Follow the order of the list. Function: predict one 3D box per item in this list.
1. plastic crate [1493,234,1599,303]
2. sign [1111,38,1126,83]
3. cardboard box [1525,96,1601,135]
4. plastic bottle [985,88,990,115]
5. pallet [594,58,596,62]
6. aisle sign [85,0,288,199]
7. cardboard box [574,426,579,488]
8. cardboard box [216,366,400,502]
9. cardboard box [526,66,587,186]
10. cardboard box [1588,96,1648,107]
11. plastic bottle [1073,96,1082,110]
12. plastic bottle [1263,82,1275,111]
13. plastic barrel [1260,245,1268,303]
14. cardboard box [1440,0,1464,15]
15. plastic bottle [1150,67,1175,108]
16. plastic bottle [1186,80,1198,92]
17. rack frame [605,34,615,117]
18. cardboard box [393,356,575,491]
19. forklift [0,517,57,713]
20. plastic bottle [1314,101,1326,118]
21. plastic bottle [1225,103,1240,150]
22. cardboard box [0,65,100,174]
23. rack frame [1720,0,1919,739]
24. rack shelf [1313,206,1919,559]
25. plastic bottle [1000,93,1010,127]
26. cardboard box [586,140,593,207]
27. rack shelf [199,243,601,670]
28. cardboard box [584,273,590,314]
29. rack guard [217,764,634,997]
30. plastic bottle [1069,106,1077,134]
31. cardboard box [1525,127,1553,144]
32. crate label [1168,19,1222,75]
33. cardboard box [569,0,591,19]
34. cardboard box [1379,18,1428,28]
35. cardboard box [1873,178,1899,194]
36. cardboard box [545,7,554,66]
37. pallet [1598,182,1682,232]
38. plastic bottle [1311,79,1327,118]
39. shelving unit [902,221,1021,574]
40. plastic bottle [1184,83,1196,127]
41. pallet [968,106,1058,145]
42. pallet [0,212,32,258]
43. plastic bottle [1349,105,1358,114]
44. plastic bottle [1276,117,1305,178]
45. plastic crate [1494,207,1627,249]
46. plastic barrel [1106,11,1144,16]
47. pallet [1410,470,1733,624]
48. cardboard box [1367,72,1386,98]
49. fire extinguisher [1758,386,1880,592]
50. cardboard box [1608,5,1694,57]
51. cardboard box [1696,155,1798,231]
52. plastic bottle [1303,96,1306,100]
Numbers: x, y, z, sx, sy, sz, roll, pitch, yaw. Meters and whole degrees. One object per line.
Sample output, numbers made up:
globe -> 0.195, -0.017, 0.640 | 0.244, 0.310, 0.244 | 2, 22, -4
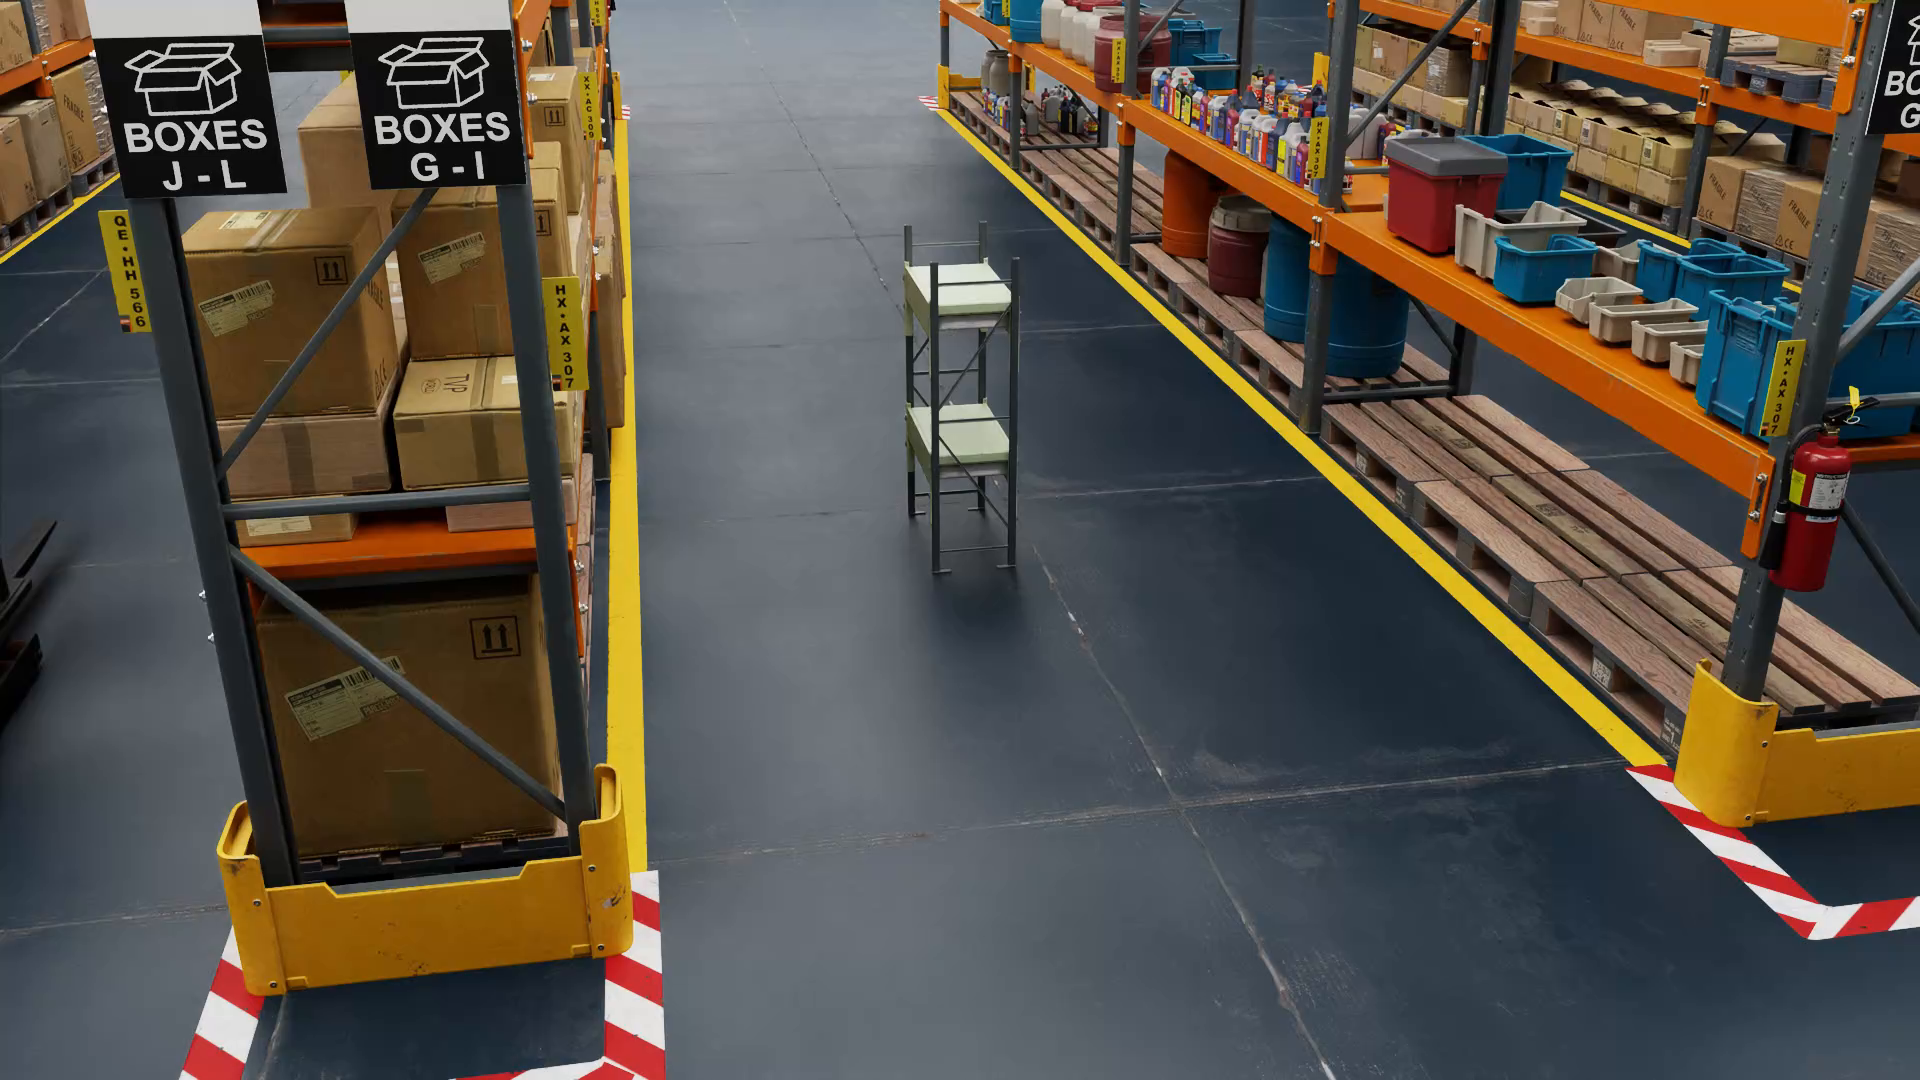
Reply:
plastic crate -> 2.592, -1.206, 7.397 | 0.416, 0.233, 0.300 | -4, 24, -10
sign -> 1.205, -3.644, 12.642 | 0.100, 0.325, 0.005 | -4, 24, -10
cardboard box -> 5.889, -4.159, 16.235 | 0.500, 0.311, 0.500 | -5, 24, -11
plastic bottle -> 0.318, -4.890, 18.542 | 0.061, 0.283, 0.133 | -4, 24, -9
pallet -> -3.530, -3.934, 13.750 | 1.003, 0.211, 1.213 | -4, 24, -10
aisle sign -> -1.926, -1.240, 4.094 | 0.394, 0.787, 0.004 | -4, 24, -10
cardboard box -> -1.434, -0.249, 5.387 | 0.380, 0.149, 0.250 | -5, 24, -11
cardboard box -> -1.995, -0.338, 5.092 | 0.500, 0.250, 0.500 | -5, 24, -11
cardboard box -> -2.036, -1.923, 7.785 | 0.500, 0.500, 0.500 | -4, 24, -8
cardboard box -> 6.422, -4.202, 16.334 | 0.500, 0.311, 0.500 | -4, 24, -10
plastic bottle -> 1.263, -4.522, 17.616 | 0.144, 0.351, 0.185 | -4, 24, -8
plastic bottle -> 2.284, -3.257, 12.207 | 0.097, 0.201, 0.097 | 0, 24, 0
plastic barrel -> 2.252, -1.814, 11.240 | 0.421, 0.512, 0.421 | 0, 24, 0
cardboard box -> 5.681, -5.978, 18.065 | 0.700, 0.500, 0.500 | -5, 24, -10
plastic bottle -> 1.506, -3.362, 12.355 | 0.152, 0.276, 0.135 | -4, 24, -10
plastic bottle -> 1.646, -3.135, 11.840 | 0.097, 0.271, 0.097 | 0, 24, 0
rack frame -> -4.603, -6.393, 19.140 | 1.000, 3.000, 0.127 | -4, 24, -10
cardboard box -> -1.468, -0.376, 5.179 | 0.500, 0.250, 0.500 | -5, 24, -11
forklift -> -4.341, -0.629, 6.029 | 1.130, 2.935, 3.031 | -5, 24, -11
plastic bottle -> 2.386, -2.760, 10.982 | 0.097, 0.271, 0.097 | 0, 24, 0
plastic bottle -> 1.777, -2.691, 10.810 | 0.061, 0.283, 0.133 | -4, 24, -10
cardboard box -> -8.804, -3.964, 15.708 | 0.875, 0.875, 0.875 | -4, 24, -9
rack frame -> 3.223, -0.466, 5.570 | 1.000, 3.000, 0.127 | -4, 24, -10
rack shelf -> 2.854, -0.923, 7.515 | 1.077, 0.370, 4.000 | -4, 24, -10
plastic bottle -> 0.507, -4.608, 17.814 | 0.144, 0.351, 0.185 | -4, 24, -10
cardboard box -> -2.317, -2.116, 9.222 | 0.500, 0.500, 0.500 | -4, 24, -10
rack shelf -> -2.014, -0.557, 6.676 | 1.077, 0.370, 4.000 | -4, 24, -10
cardboard box -> -1.815, -1.057, 7.237 | 0.380, 0.149, 0.250 | -4, 24, -9
rack guard -> -1.640, 1.055, 5.209 | 1.175, 0.500, 0.348 | -4, 24, -10
plastic bottle -> 1.185, -4.418, 17.462 | 0.061, 0.283, 0.133 | -4, 24, -10
cardboard box -> 5.896, -3.902, 16.347 | 0.500, 0.250, 0.500 | -5, 24, -11
crate label -> 1.826, -4.040, 13.708 | 0.502, 0.435, 0.616 | -4, 24, -10
cardboard box -> -3.452, -4.384, 13.887 | 0.797, 0.503, 0.637 | -2, 24, -4
cardboard box -> 5.525, -6.212, 20.699 | 0.500, 0.500, 0.500 | -4, 24, -10
cardboard box -> 7.112, -2.480, 12.754 | 0.500, 0.500, 0.500 | -5, 24, -12
cardboard box -> -2.625, -2.700, 9.306 | 0.797, 0.503, 0.637 | -4, 24, -9
pallet -> 6.499, -3.027, 14.917 | 1.003, 0.211, 1.213 | -4, 24, -10
plastic bottle -> 2.438, -2.948, 11.313 | 0.144, 0.351, 0.185 | -4, 24, -10
shelving unit -> -0.001, -0.690, 7.956 | 0.431, 1.500, 0.755 | -4, 24, -10
plastic bottle -> 1.615, -3.036, 11.601 | 0.061, 0.283, 0.133 | -4, 24, -10
pallet -> 0.692, -4.657, 18.648 | 1.003, 0.211, 1.213 | -4, 24, -10
pallet -> -8.310, -2.436, 13.563 | 1.003, 0.211, 1.213 | -4, 24, -10
plastic bottle -> 2.564, -2.694, 10.831 | 0.097, 0.271, 0.097 | 0, 24, 0
plastic bottle -> 1.992, -2.354, 9.954 | 0.144, 0.351, 0.185 | -4, 24, -10
plastic crate -> 2.955, -1.521, 8.253 | 0.437, 0.125, 0.590 | -4, 24, -10
plastic barrel -> 1.344, -4.053, 13.642 | 0.421, 0.512, 0.421 | 0, 24, 0
pallet -> 2.887, 0.006, 7.974 | 1.003, 0.211, 1.213 | -4, 24, -10
cardboard box -> 5.202, -5.437, 19.861 | 0.500, 0.250, 0.500 | -4, 24, -10
fire extinguisher -> 2.805, -0.167, 5.447 | 0.296, 0.674, 0.183 | -4, 24, -10
cardboard box -> 6.286, -4.683, 15.099 | 0.500, 0.500, 0.500 | -6, 24, -13
cardboard box -> 6.416, -2.834, 13.564 | 0.500, 0.500, 0.500 | -3, 24, -7
plastic bottle -> 2.410, -2.989, 11.594 | 0.097, 0.201, 0.097 | 0, 24, 0
